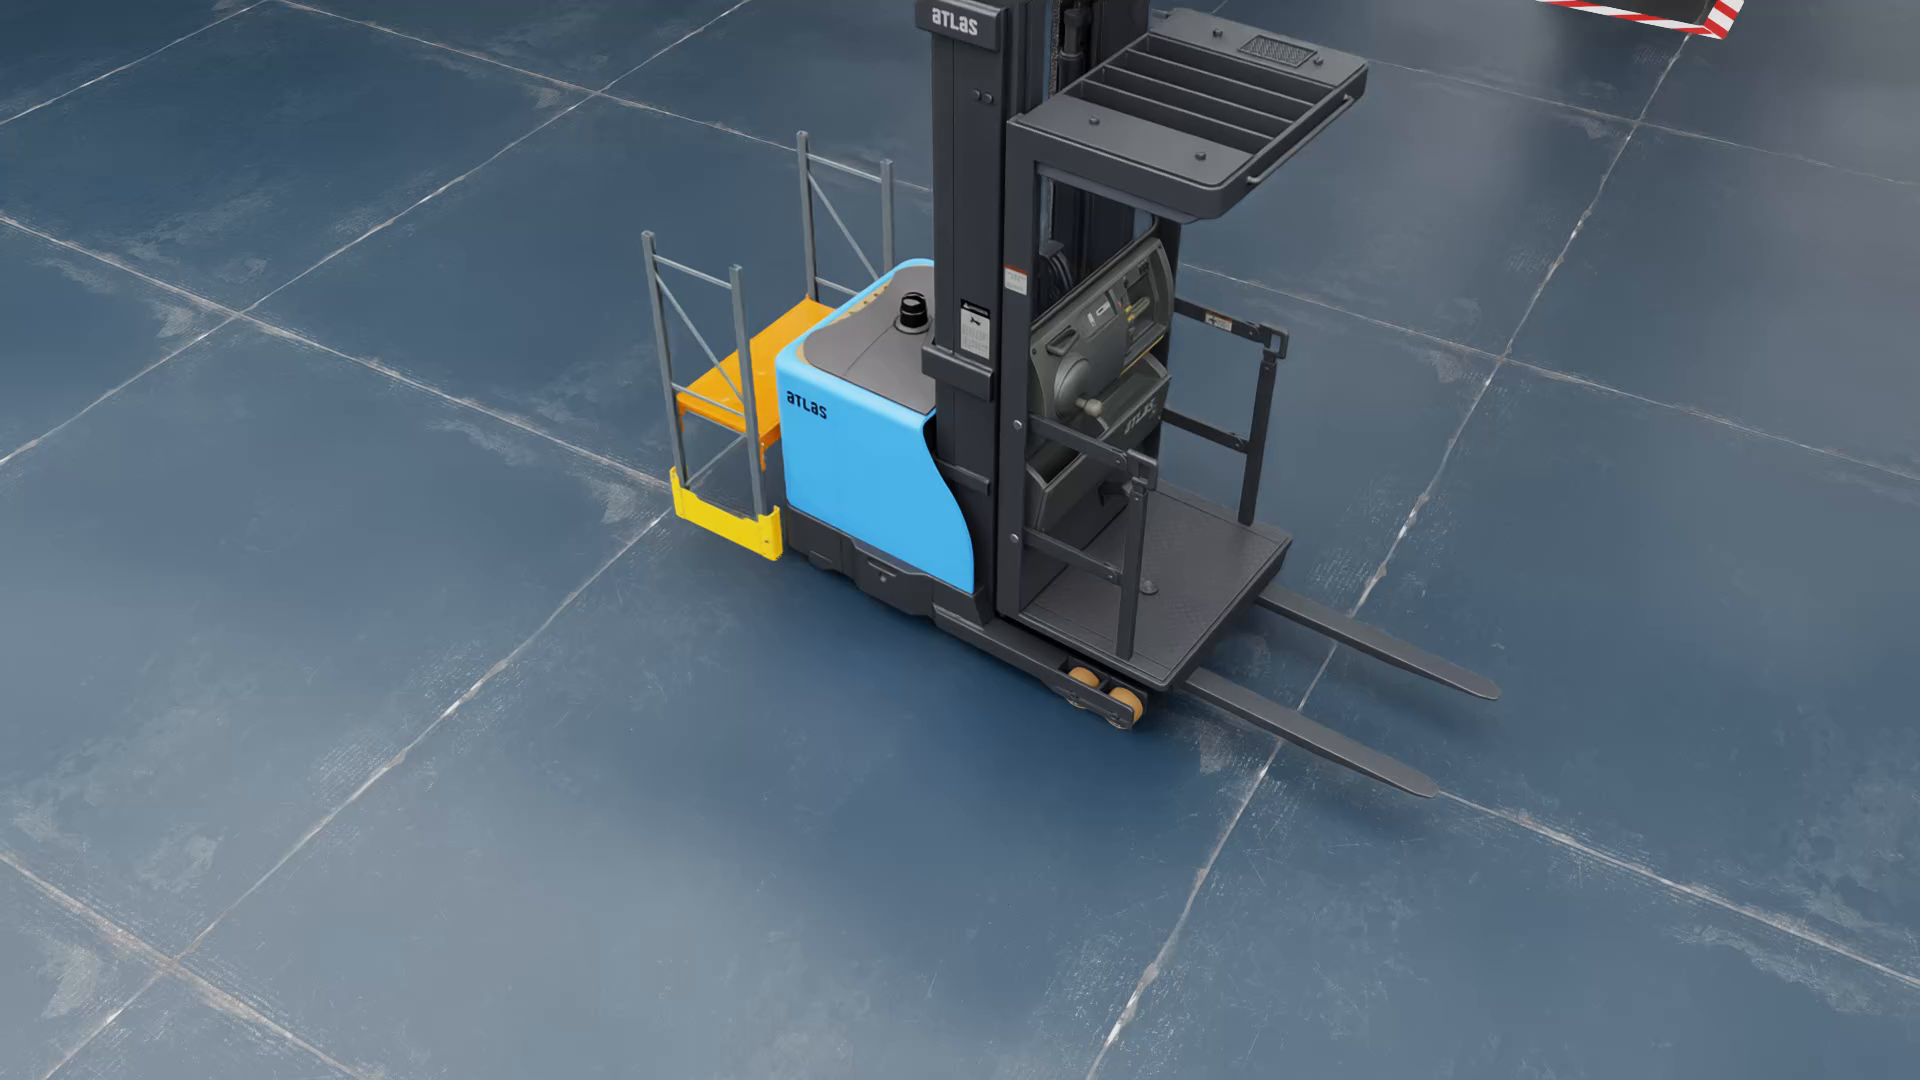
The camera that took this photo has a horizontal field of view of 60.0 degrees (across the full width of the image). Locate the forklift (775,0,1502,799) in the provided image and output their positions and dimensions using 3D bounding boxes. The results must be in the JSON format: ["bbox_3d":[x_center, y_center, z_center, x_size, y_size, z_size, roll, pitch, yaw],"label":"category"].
[{"bbox_3d":[0.715,-0.741,6.190,3.031,2.935,1.130,25,47,26],"label":"forklift"}]

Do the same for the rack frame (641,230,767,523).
[{"bbox_3d":[-1.068,-0.589,7.099,0.500,1.500,0.032,24,47,25],"label":"rack frame"}]

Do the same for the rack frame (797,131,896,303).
[{"bbox_3d":[-0.504,-1.148,7.734,0.500,1.500,0.032,24,47,25],"label":"rack frame"}]

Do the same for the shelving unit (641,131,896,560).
[{"bbox_3d":[-0.781,-0.873,7.422,0.587,1.500,1.083,24,47,25],"label":"shelving unit"}]

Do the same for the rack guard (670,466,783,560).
[{"bbox_3d":[-1.057,-0.130,7.524,0.587,0.250,0.087,24,47,25],"label":"rack guard"}]

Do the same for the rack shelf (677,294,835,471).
[{"bbox_3d":[-0.786,-0.733,7.536,0.538,0.185,1.000,24,47,25],"label":"rack shelf"}]
